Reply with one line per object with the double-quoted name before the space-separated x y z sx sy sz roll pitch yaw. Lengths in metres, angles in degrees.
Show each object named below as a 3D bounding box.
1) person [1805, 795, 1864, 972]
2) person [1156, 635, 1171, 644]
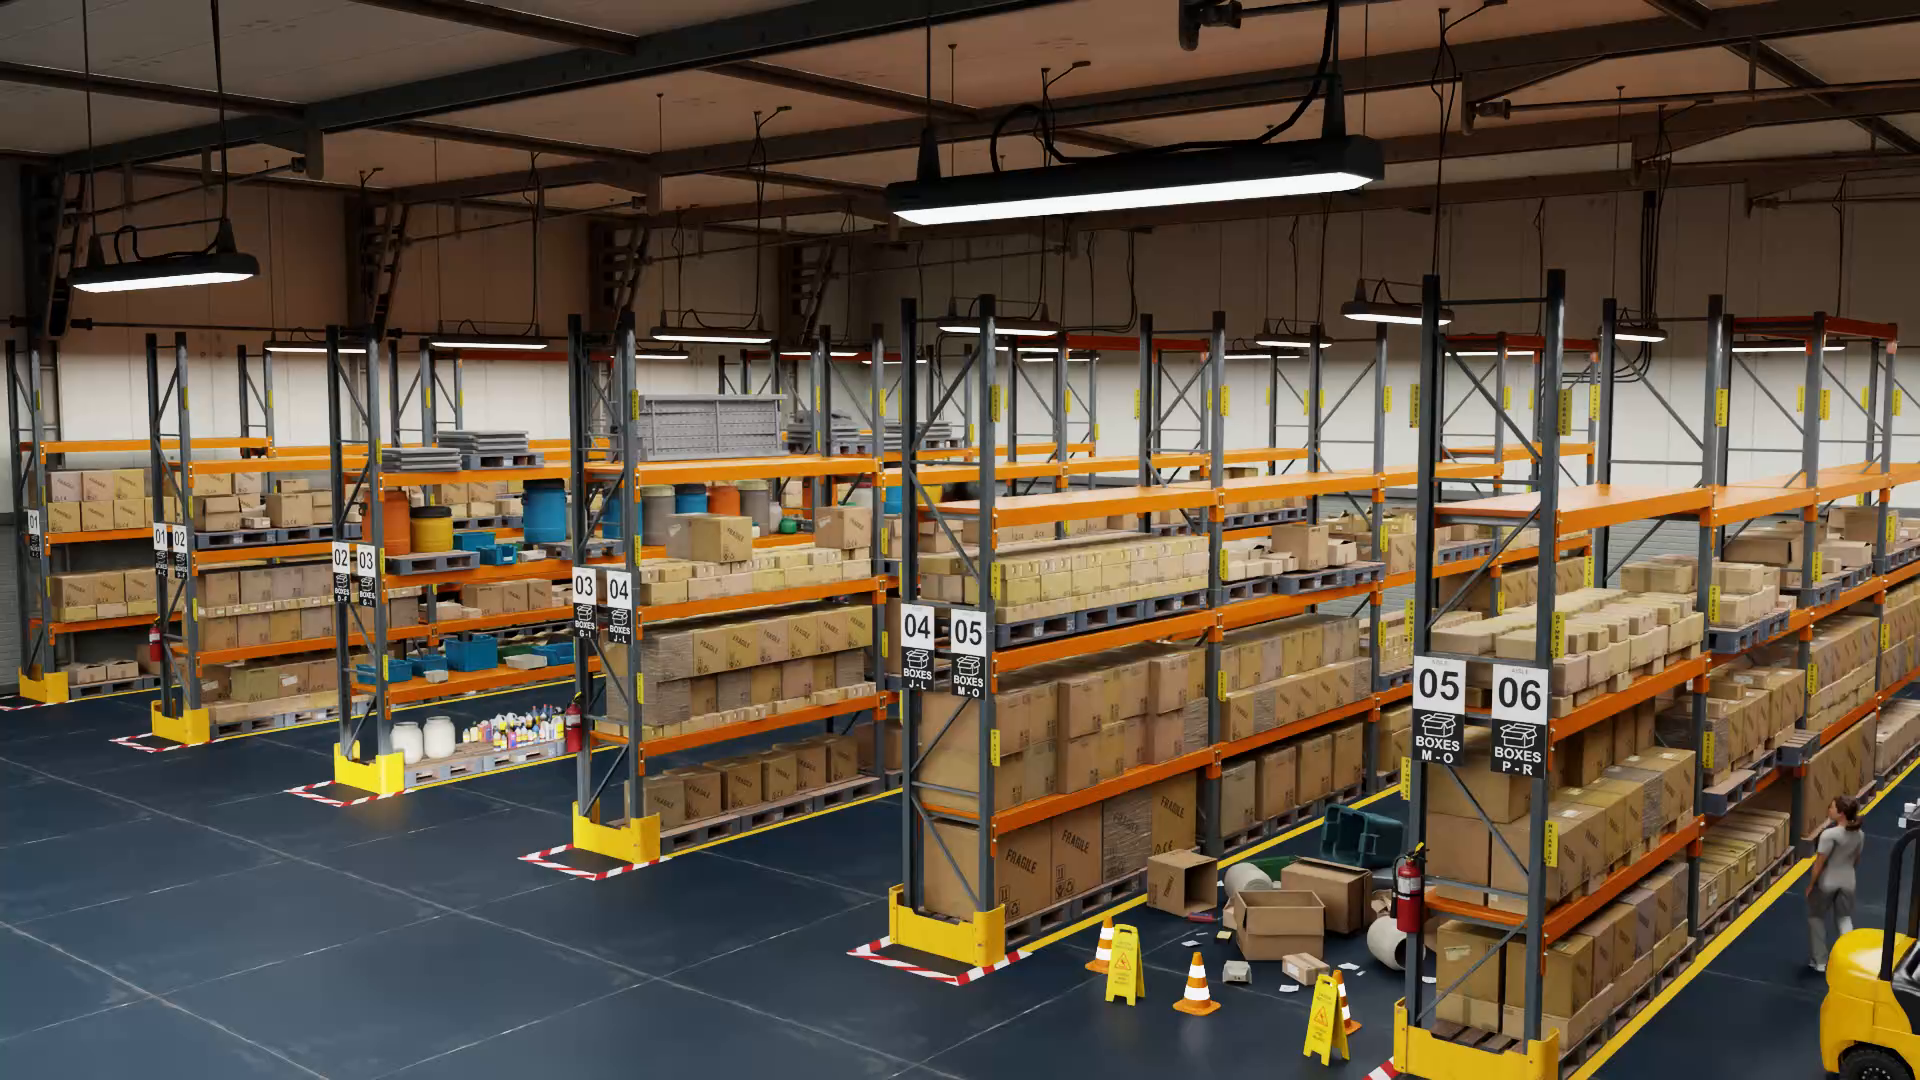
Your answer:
"person" 7.701 3.041 14.727 0.484 1.633 0.569 0 5 5
"person" 2.941 2.049 24.440 0.505 1.681 0.948 4 7 40
